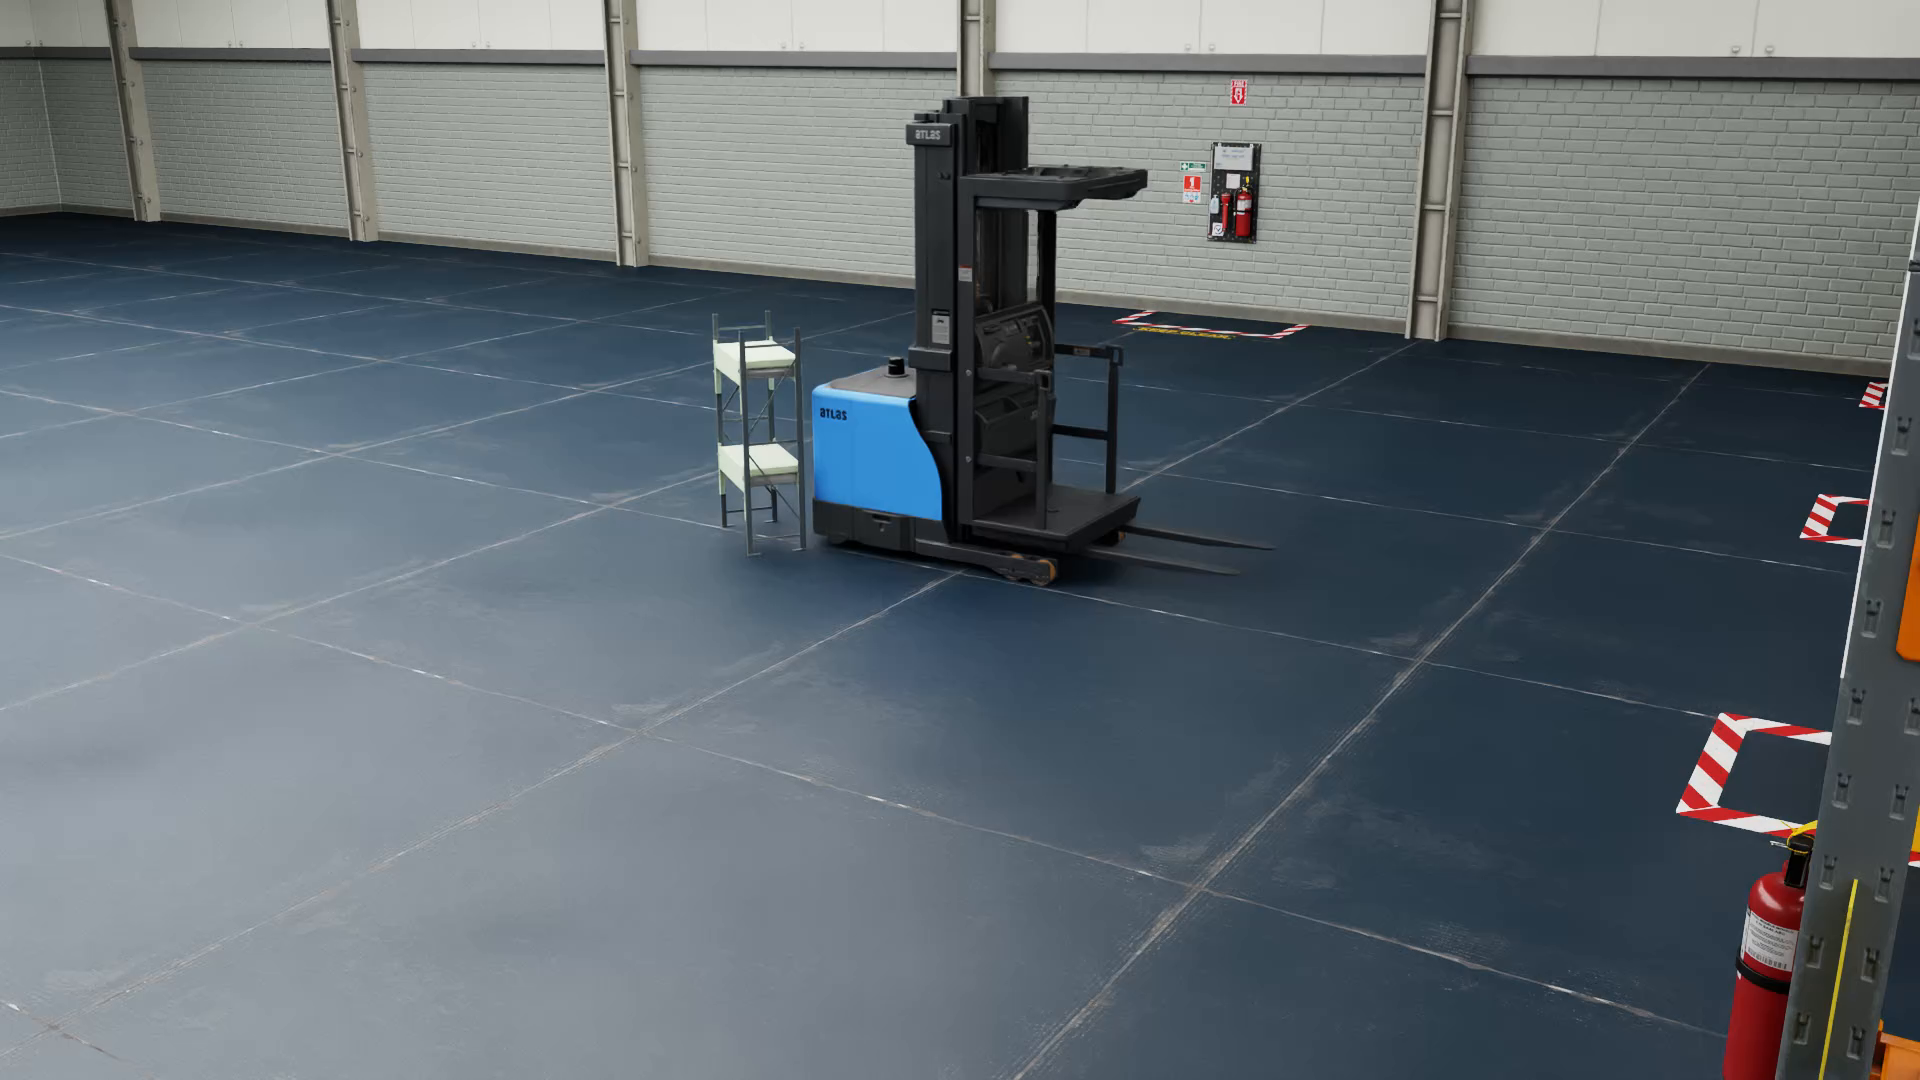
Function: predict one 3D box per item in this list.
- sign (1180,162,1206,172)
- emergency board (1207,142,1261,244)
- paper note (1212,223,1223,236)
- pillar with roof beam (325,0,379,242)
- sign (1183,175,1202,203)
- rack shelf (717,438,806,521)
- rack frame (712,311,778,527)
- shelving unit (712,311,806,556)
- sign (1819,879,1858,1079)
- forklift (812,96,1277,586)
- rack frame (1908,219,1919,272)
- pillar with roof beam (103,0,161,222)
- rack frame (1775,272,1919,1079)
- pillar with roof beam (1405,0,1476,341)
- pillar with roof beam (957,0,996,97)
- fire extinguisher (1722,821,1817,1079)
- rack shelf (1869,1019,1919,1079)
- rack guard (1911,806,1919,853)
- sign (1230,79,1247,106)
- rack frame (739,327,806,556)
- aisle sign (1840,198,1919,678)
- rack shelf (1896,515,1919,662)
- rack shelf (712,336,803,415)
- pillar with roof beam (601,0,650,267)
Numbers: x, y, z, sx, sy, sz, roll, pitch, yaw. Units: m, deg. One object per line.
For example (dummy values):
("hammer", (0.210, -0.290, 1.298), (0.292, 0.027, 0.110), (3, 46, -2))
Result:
("sign", (2.815, -4.508, 20.088), (0.331, 0.109, 0.001), (10, 20, 30))
("emergency board", (3.233, -4.131, 19.818), (0.643, 1.169, 0.194), (10, 20, 30))
("paper note", (3.118, -3.753, 20.091), (0.142, 0.148, 0.016), (10, 20, 30))
("pillar with roof beam", (-12.272, -8.287, 23.181), (0.400, 9.000, 9.100), (10, 20, 30))
("sign", (2.816, -4.257, 20.174), (0.234, 0.329, 0.001), (10, 20, 30))
("rack shelf", (-1.354, -0.420, 11.304), (0.431, 0.370, 0.720), (-6, 18, -20))
("rack frame", (-1.487, -0.831, 11.536), (0.400, 1.500, 0.023), (-6, 18, -20))
("shelving unit", (-1.354, -0.732, 11.209), (0.431, 1.500, 0.755), (-6, 18, -20))
("sign", (1.322, 0.676, 2.506), (0.005, 0.325, 0.100), (10, 20, 30))
("forklift", (0.531, -1.290, 10.585), (3.031, 2.935, 1.130), (10, 19, 29))
("rack frame", (1.605, -1.915, 2.203), (0.127, 3.000, 1.000), (10, 20, 30))
("pillar with roof beam", (-17.385, -9.200, 26.186), (0.400, 9.000, 9.100), (10, 20, 30))
("rack frame", (1.605, 0.956, 3.075), (0.127, 3.000, 1.000), (10, 20, 30))
("pillar with roof beam", (3.066, -5.550, 14.168), (0.400, 9.000, 9.100), (10, 20, 30))
("pillar with roof beam", (-2.047, -6.462, 17.172), (0.400, 9.000, 9.100), (10, 20, 30))
("fire extinguisher", (1.749, 0.861, 3.519), (0.183, 0.674, 0.296), (10, 20, 30))
("rack shelf", (3.310, 1.604, 2.178), (4.000, 0.370, 1.077), (10, 20, 30))
("rack guard", (4.287, 0.925, 7.477), (0.348, 0.500, 1.175), (10, 20, 30))
("sign", (3.278, -5.266, 19.567), (0.199, 0.298, 0.001), (10, 20, 30))
("rack frame", (-1.222, -0.632, 10.883), (0.400, 1.500, 0.023), (-6, 18, -20))
("aisle sign", (1.396, -0.223, 2.483), (0.004, 0.787, 0.394), (10, 20, 30))
("rack shelf", (3.310, 0.169, 1.742), (4.000, 0.370, 1.077), (10, 20, 30))
("rack shelf", (-1.354, -1.105, 11.096), (0.431, 0.370, 0.720), (-6, 18, -20))
("pillar with roof beam", (-7.160, -7.375, 20.177), (0.400, 9.000, 9.100), (10, 20, 30))
